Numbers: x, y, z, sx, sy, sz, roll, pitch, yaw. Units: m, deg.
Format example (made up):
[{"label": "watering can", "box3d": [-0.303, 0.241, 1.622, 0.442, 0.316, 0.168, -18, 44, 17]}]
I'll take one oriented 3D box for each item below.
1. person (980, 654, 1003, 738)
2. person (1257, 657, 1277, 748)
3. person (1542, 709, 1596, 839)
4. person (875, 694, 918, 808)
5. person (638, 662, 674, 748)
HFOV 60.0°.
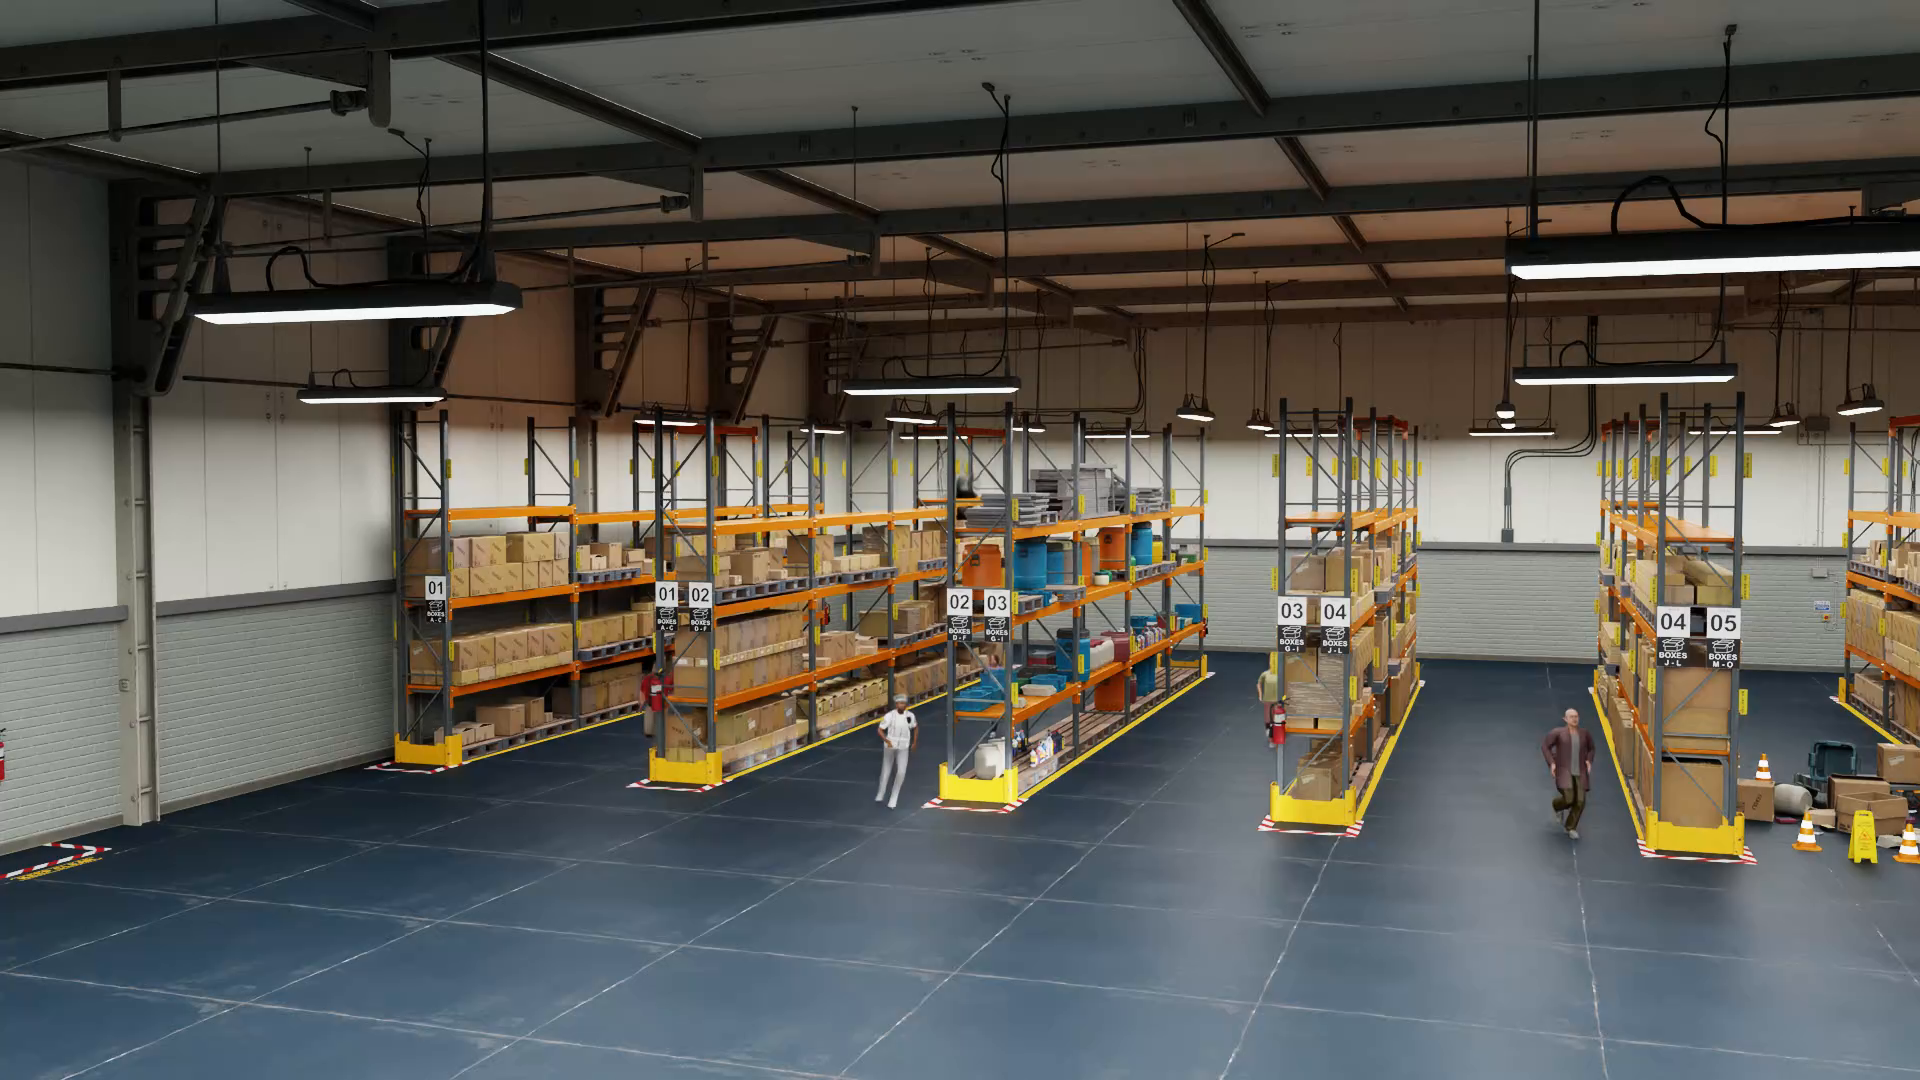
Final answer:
[{"label": "person", "box3d": [0.636, 2.903, 31.078, 0.538, 1.550, 0.549, 0, 2, 11]}, {"label": "person", "box3d": [5.648, 2.909, 29.982, 0.581, 1.626, 0.565, 0, 2, 9]}, {"label": "person", "box3d": [8.330, 3.171, 22.686, 0.714, 1.737, 0.636, 0, 2, 1]}, {"label": "person", "box3d": [-0.926, 3.123, 24.734, 0.656, 1.696, 0.661, 0, 2, -9]}, {"label": "person", "box3d": [-5.217, 2.938, 28.676, 0.664, 1.684, 0.602, 0, 2, 6]}]
